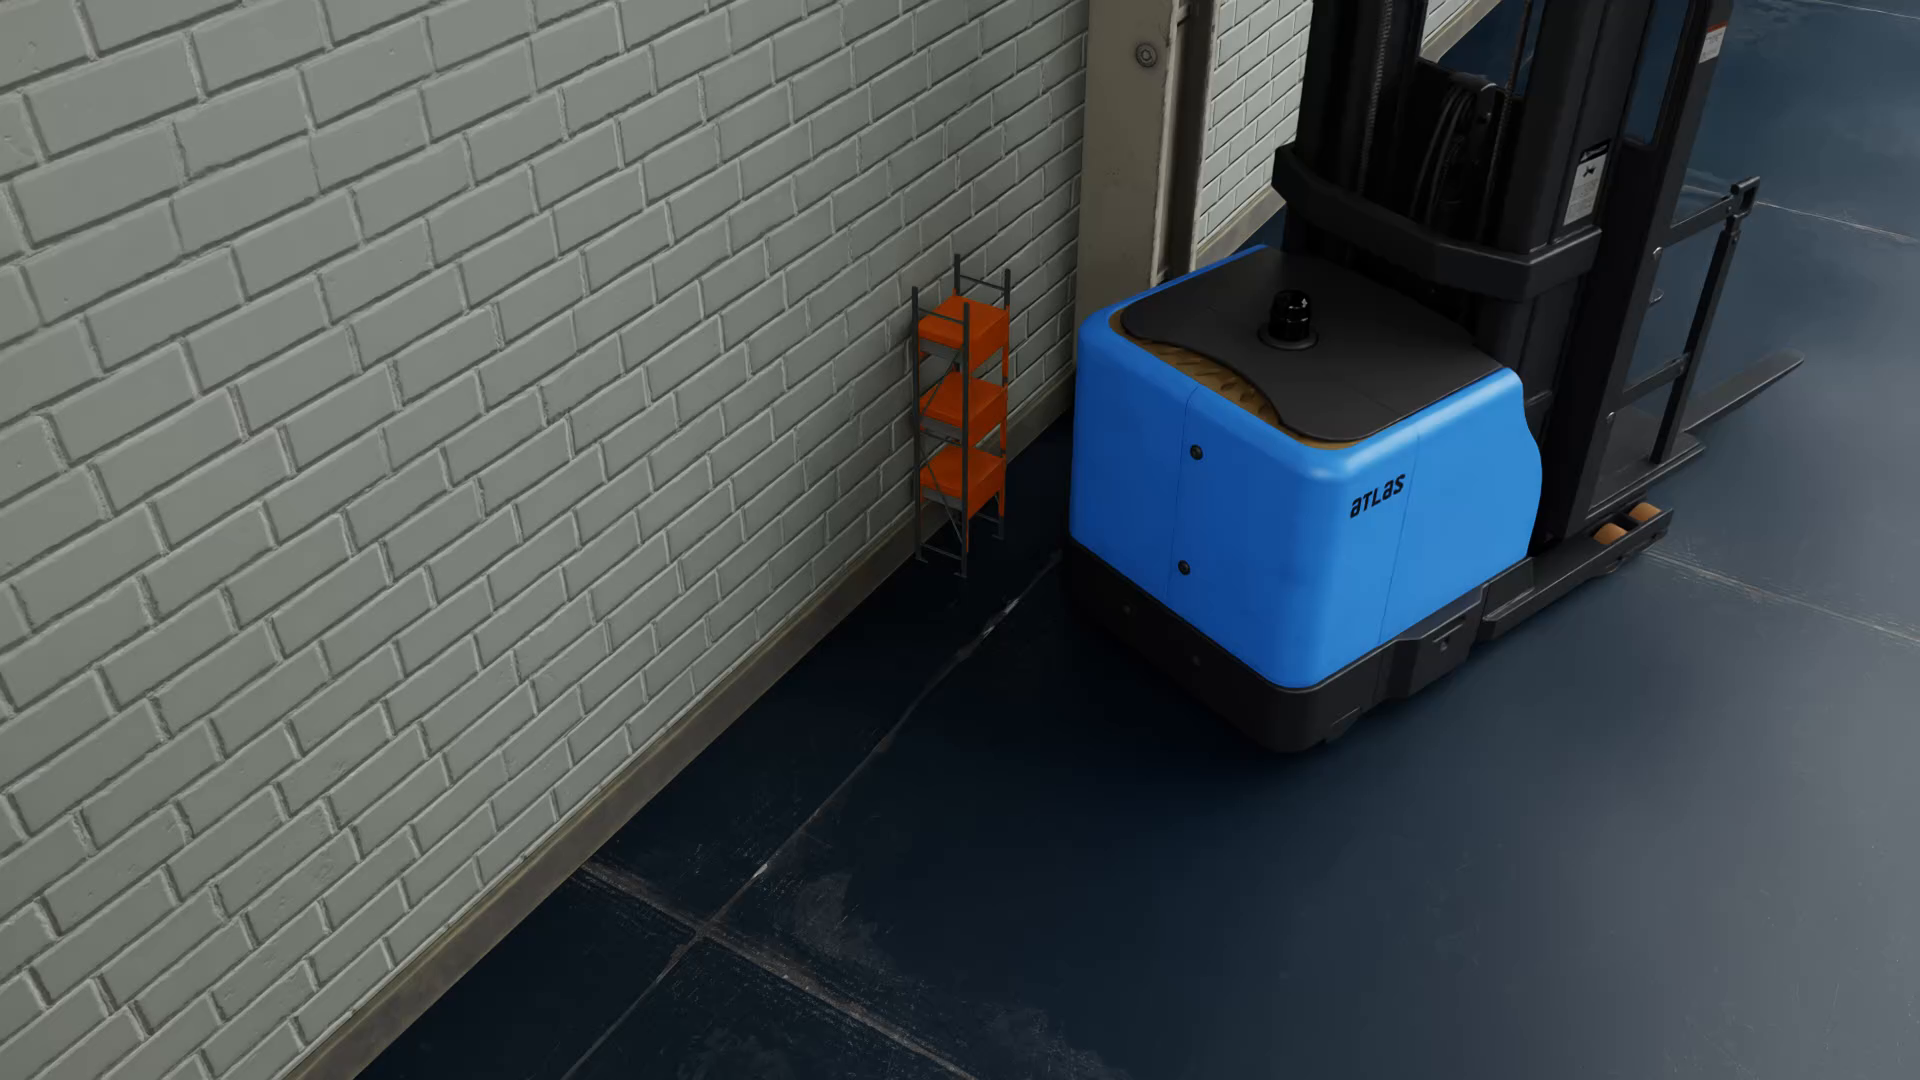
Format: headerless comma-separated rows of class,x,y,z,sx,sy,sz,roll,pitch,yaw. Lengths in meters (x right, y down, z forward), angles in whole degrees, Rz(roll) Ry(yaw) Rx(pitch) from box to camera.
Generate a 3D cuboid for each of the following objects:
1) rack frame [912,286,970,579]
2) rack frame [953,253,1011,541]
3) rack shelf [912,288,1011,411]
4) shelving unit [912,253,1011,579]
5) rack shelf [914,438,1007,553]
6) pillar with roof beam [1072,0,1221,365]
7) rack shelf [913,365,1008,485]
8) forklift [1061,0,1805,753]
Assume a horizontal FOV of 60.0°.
rack frame,-0.061,-0.319,5.303,0.200,1.050,0.008,21,42,24
rack frame,0.067,-0.446,5.468,0.200,1.050,0.008,21,42,24
rack shelf,0.004,-0.599,5.218,0.215,0.259,0.240,21,42,24
shelving unit,0.003,-0.383,5.385,0.215,1.050,0.252,21,42,24
rack shelf,0.001,-0.155,5.562,0.215,0.259,0.240,21,42,24
pillar with roof beam,4.296,-2.768,1.969,9.100,9.000,0.400,21,42,25
rack shelf,0.003,-0.374,5.392,0.215,0.259,0.240,21,42,24
forklift,1.803,-1.279,5.008,3.031,2.935,1.130,-25,44,-29
